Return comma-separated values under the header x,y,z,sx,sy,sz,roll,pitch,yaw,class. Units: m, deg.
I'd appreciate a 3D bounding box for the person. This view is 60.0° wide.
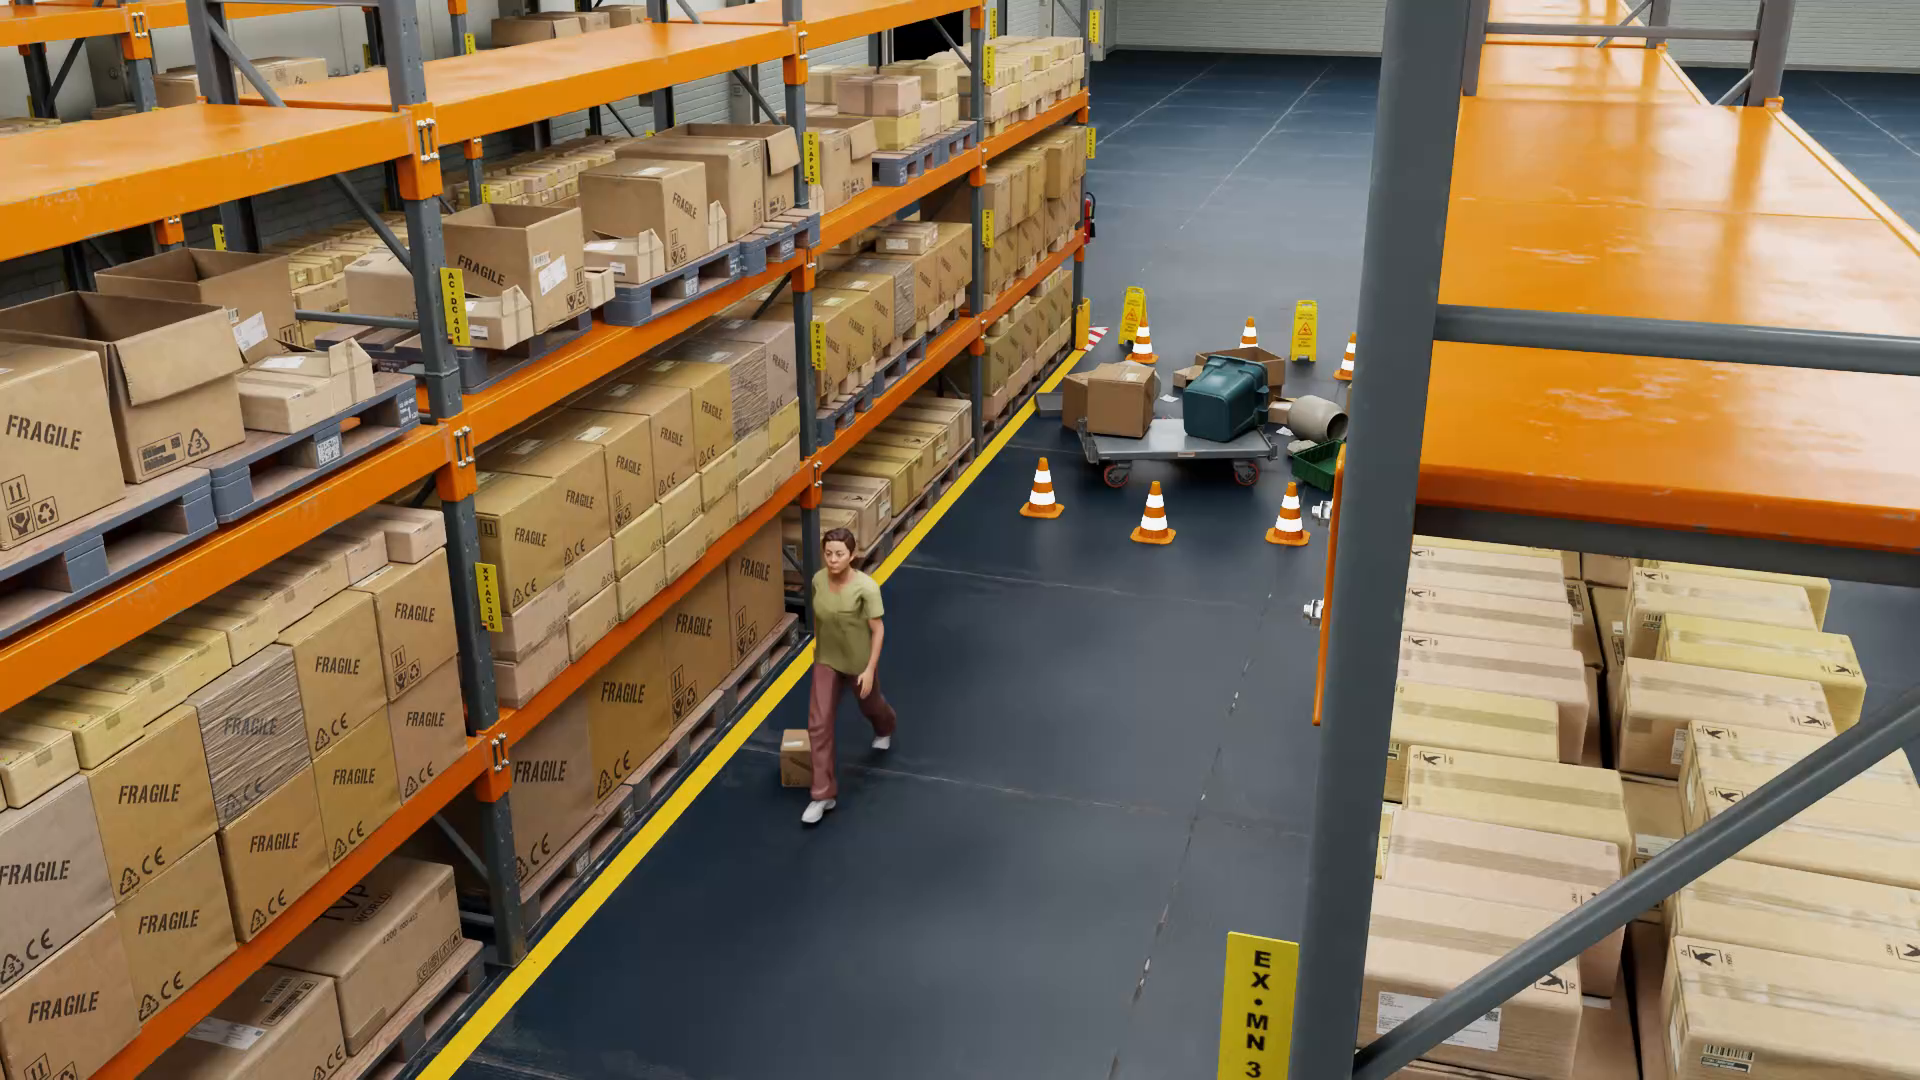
x,y,z,sx,sy,sz,roll,pitch,yaw,class
-0.646,0.675,9.469,0.508,1.610,1.099,6,23,15,person
